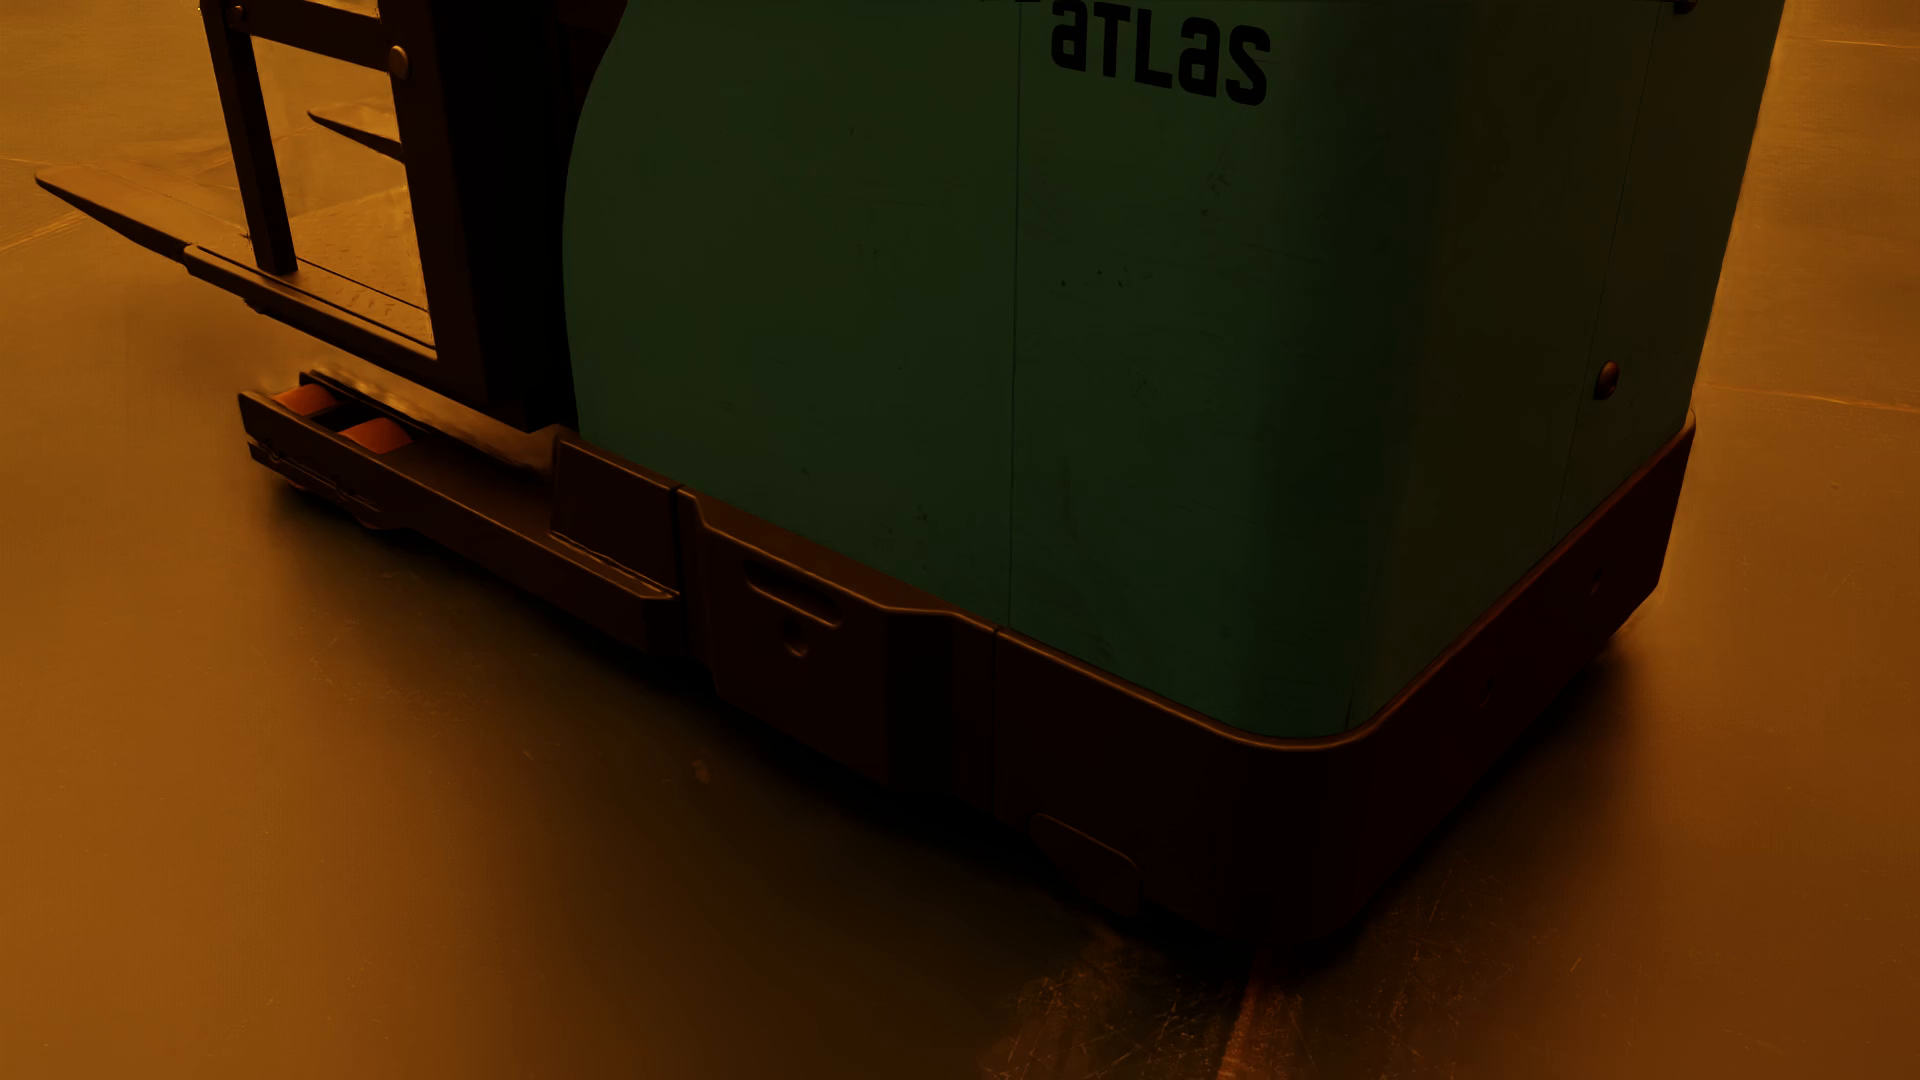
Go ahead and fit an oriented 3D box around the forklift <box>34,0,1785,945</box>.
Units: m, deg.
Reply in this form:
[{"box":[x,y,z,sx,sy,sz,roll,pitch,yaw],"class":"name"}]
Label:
[{"box":[-0.496,-1.468,2.118,3.031,2.935,1.130,23,37,34],"class":"forklift"}]
